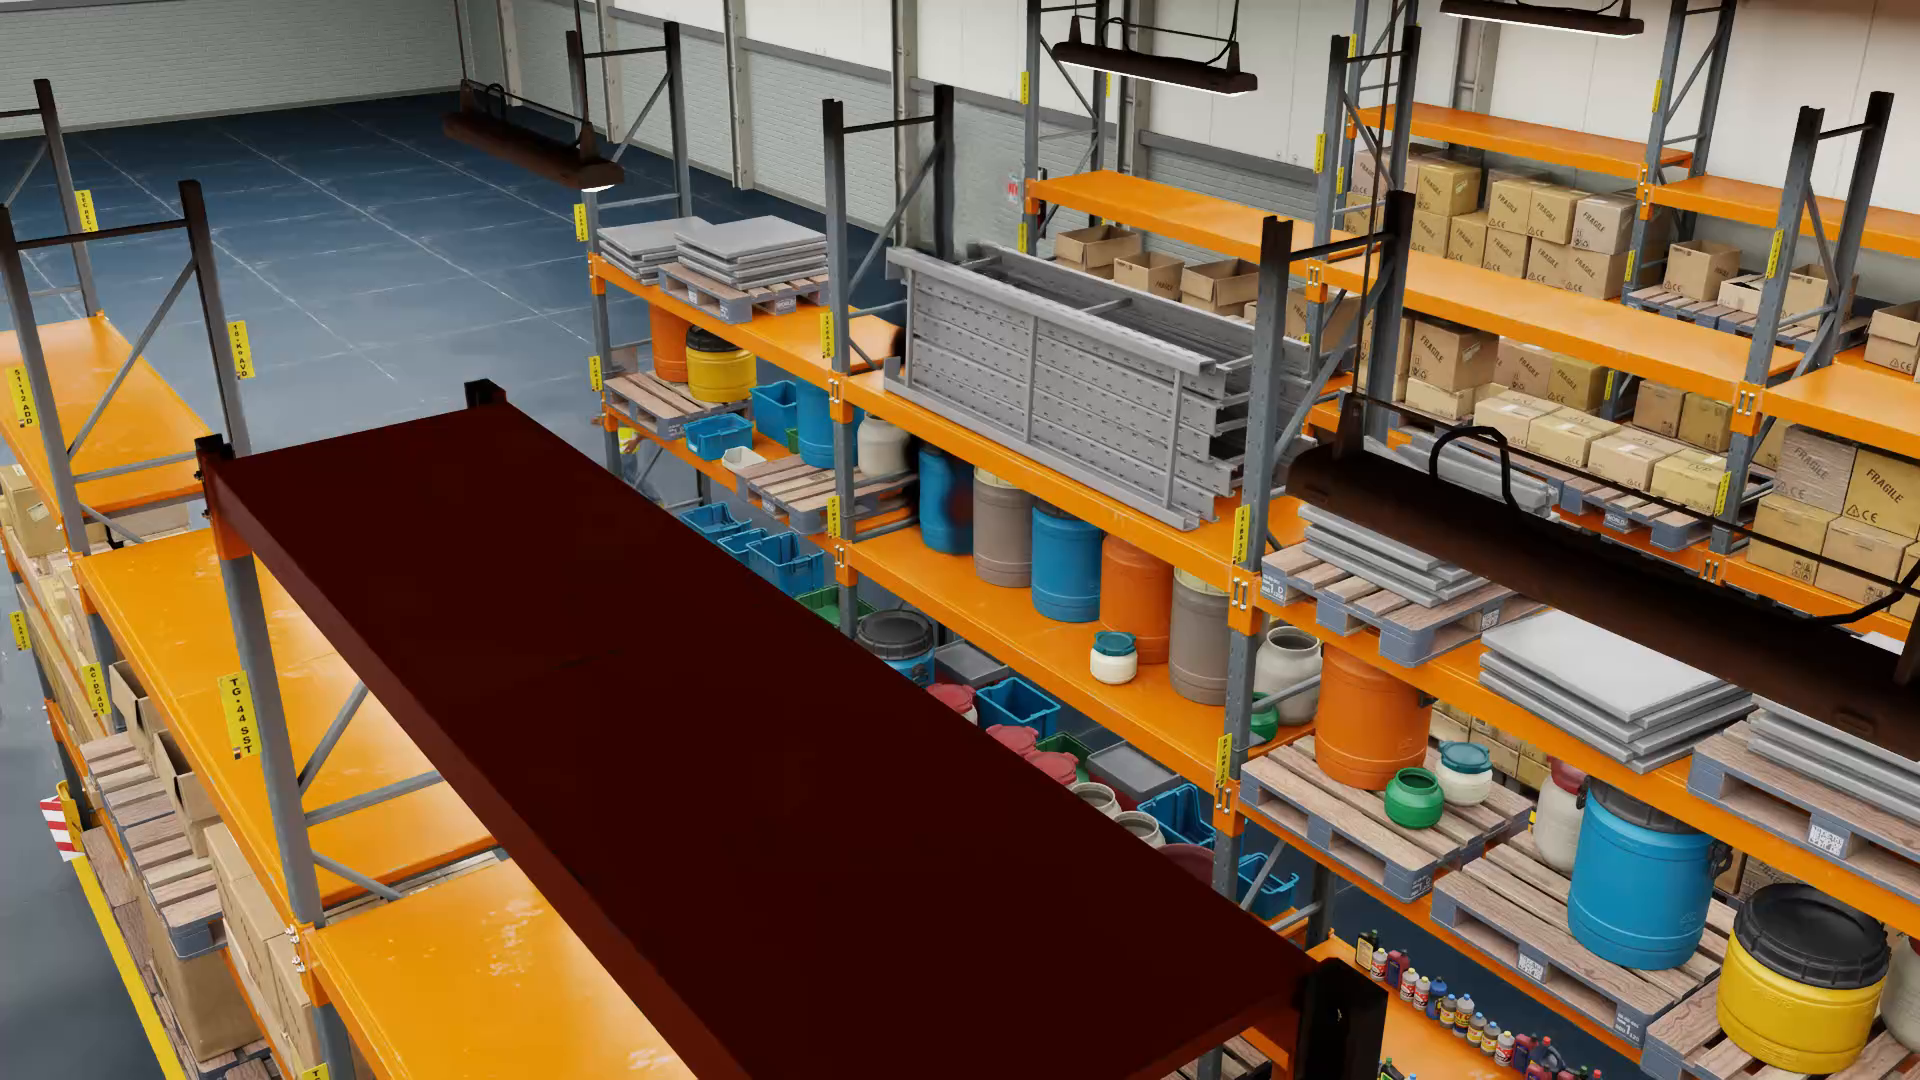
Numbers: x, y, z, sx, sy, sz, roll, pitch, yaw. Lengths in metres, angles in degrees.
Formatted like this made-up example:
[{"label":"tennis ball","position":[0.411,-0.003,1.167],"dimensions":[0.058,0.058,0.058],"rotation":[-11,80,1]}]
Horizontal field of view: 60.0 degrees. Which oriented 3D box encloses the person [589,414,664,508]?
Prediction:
[{"label":"person","position":[-3.827,-1.017,19.063],"dimensions":[0.766,1.820,0.682],"rotation":[-6,25,-12]}]
